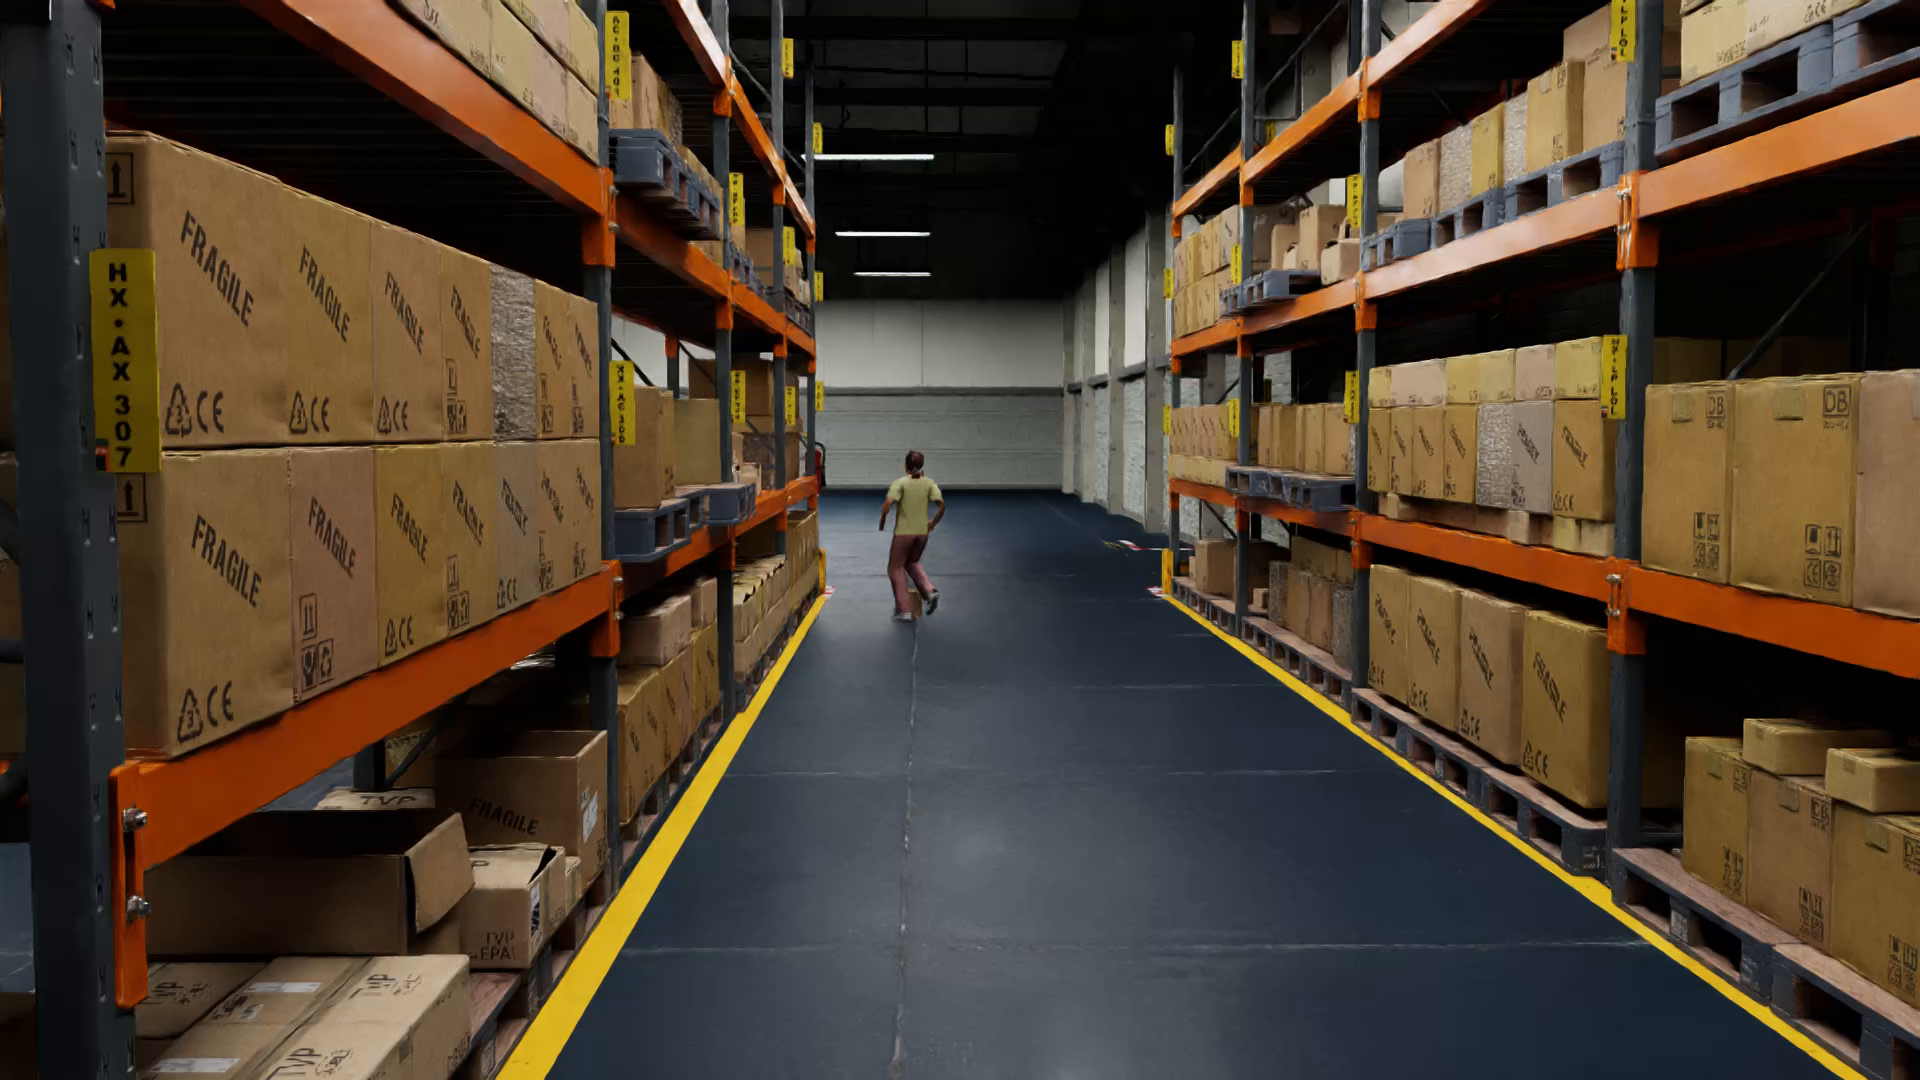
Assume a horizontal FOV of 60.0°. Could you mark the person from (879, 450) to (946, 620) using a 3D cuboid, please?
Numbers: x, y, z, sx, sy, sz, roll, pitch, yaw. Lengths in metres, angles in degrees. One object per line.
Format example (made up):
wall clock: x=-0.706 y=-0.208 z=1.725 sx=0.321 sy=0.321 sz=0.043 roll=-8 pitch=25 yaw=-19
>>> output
person: x=-0.506 y=-0.048 z=15.965 sx=0.636 sy=1.640 sz=0.475 roll=-2 pitch=5 yaw=-33
